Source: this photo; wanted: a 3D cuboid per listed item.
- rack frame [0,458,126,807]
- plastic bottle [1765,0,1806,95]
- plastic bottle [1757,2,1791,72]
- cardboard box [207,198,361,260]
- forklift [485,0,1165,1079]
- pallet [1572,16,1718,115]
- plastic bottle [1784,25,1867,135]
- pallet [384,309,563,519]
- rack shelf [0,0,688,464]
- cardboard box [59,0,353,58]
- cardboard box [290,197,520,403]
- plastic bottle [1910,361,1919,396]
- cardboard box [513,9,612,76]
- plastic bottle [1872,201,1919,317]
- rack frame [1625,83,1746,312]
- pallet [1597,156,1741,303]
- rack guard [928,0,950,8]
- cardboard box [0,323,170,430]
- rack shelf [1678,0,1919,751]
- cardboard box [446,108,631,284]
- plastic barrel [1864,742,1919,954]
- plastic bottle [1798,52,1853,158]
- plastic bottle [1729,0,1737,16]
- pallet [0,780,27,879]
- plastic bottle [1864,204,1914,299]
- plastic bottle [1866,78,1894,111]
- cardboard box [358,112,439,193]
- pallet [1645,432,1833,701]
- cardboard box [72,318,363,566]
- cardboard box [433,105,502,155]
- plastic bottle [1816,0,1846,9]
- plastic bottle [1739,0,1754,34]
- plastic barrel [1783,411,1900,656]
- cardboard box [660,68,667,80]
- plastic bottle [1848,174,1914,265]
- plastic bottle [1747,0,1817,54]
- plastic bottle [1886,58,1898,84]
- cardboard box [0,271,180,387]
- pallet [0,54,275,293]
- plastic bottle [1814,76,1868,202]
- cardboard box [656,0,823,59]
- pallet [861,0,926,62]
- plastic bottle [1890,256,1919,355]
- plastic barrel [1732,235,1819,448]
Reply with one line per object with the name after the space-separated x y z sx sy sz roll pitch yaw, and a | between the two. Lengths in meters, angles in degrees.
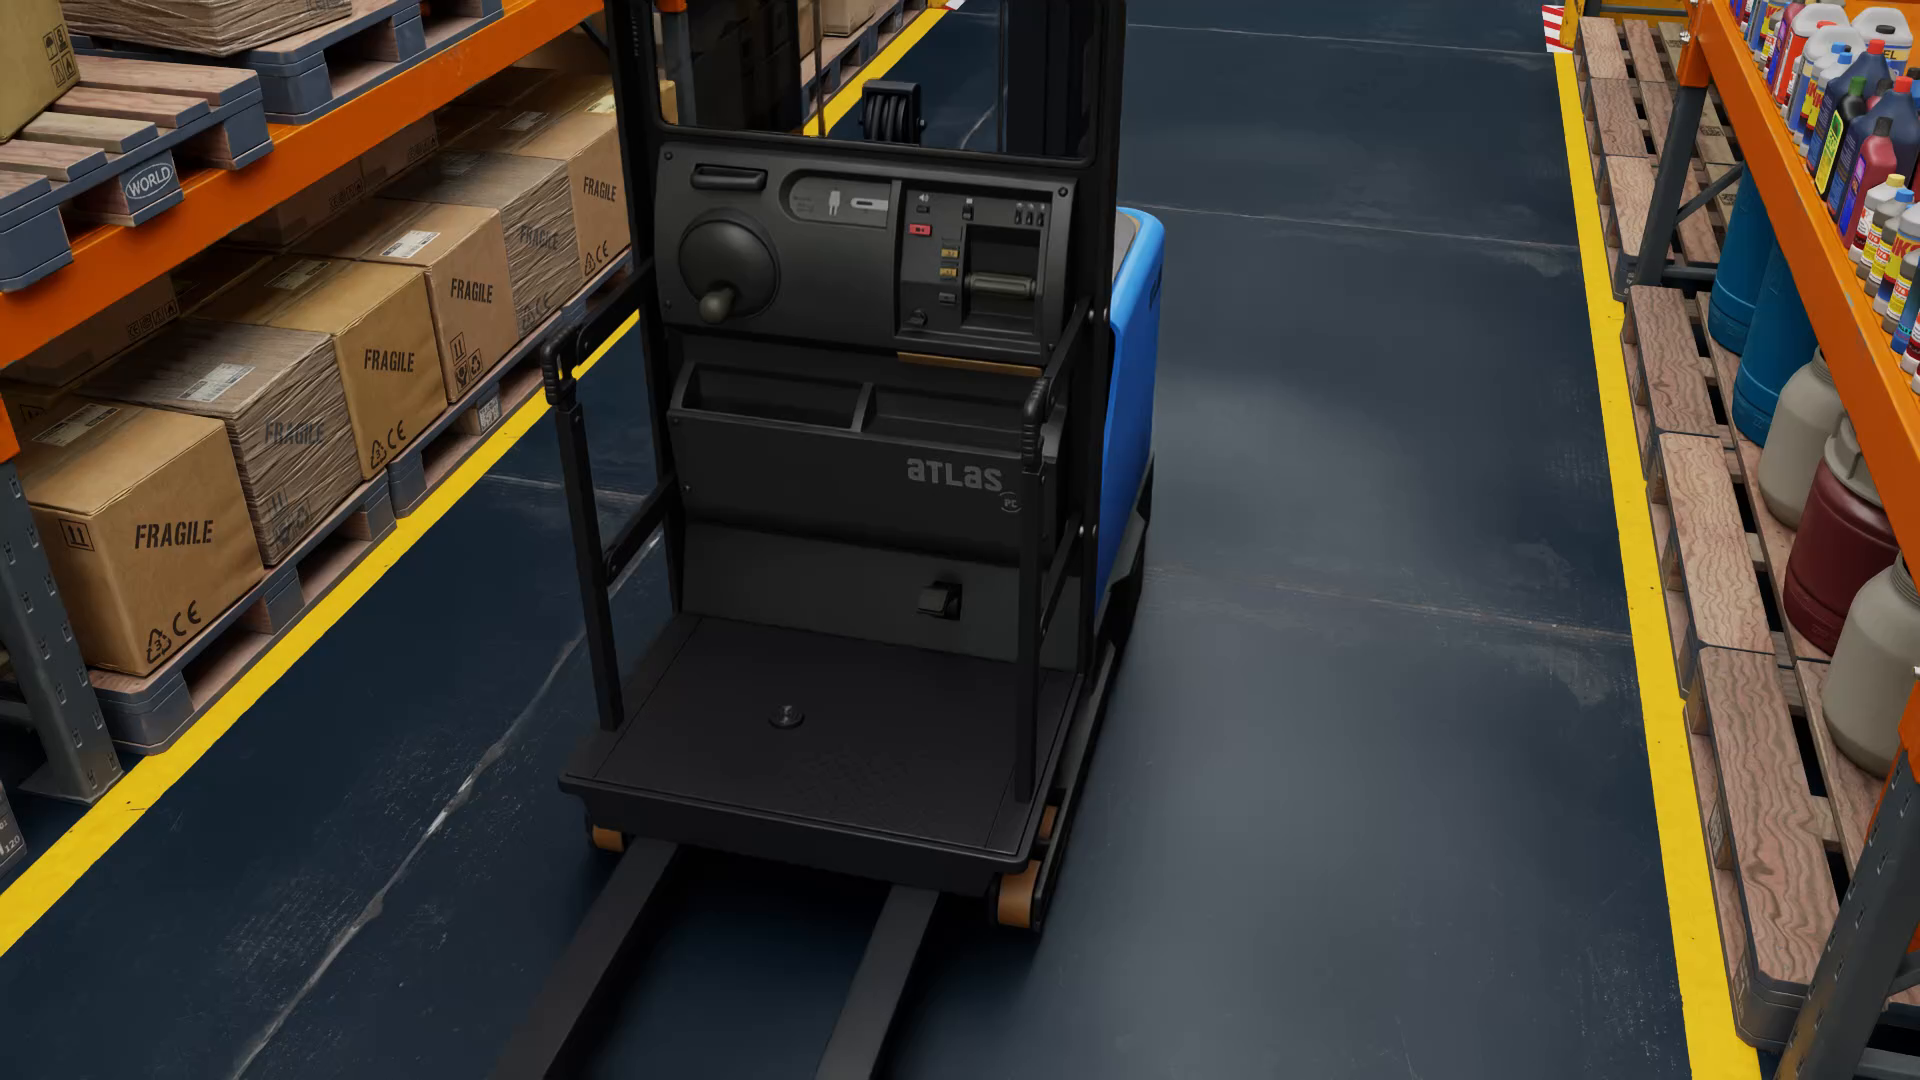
-2.654 -0.693 3.545 1.000 3.000 0.127 8 33 12 | rack frame
2.421 -1.450 4.844 0.061 0.283 0.133 8 33 12 | plastic bottle
2.492 -1.524 5.036 0.097 0.201 0.097 0 32 0 | plastic bottle
-2.384 -0.883 5.763 0.500 0.500 0.500 7 33 11 | cardboard box
-0.270 -0.572 3.417 1.130 2.935 3.031 8 33 12 | forklift
3.920 -2.569 9.094 1.003 0.211 1.213 8 33 12 | pallet
2.372 -1.251 4.538 0.152 0.276 0.135 8 33 12 | plastic bottle
-2.116 -0.530 5.887 1.003 0.211 1.213 8 33 12 | pallet
-2.146 -1.428 5.370 1.077 0.370 4.000 8 33 12 | rack shelf
-2.186 -1.704 4.649 0.700 0.500 0.500 14 35 21 | cardboard box
-1.875 -0.825 5.672 0.500 0.500 0.500 7 33 11 | cardboard box
1.932 -0.378 3.234 0.097 0.201 0.097 0 32 0 | plastic bottle
-1.768 -2.234 7.888 0.500 0.500 0.500 8 33 12 | cardboard box
2.031 -0.610 3.533 0.097 0.271 0.097 0 32 0 | plastic bottle
3.152 -2.093 5.746 1.000 3.000 0.127 8 33 12 | rack frame
3.301 -1.303 7.103 1.003 0.211 1.213 8 33 12 | pallet
-0.643 -3.750 10.684 1.175 0.500 0.348 8 33 12 | rack guard
-2.643 -0.341 4.911 0.500 0.500 0.500 9 34 14 | cardboard box
2.644 -0.751 4.306 1.077 0.370 4.000 8 33 12 | rack shelf
-1.620 -1.349 6.496 0.500 0.500 0.500 8 33 13 | cardboard box
2.244 0.465 3.353 0.600 0.830 0.708 8 33 12 | plastic barrel
2.291 -1.142 4.371 0.097 0.271 0.097 0 32 0 | plastic bottle
2.646 -1.911 5.569 0.061 0.283 0.133 8 33 12 | plastic bottle
-2.900 0.905 3.629 1.003 0.211 1.213 8 33 12 | pallet
2.056 -0.631 3.632 0.097 0.201 0.097 0 32 0 | plastic bottle
2.256 -0.986 4.113 0.061 0.283 0.133 8 33 12 | plastic bottle
-2.251 -1.480 6.002 0.500 0.250 0.500 8 33 12 | cardboard box
2.608 0.114 4.874 1.003 0.211 1.213 8 33 12 | pallet
-2.134 -0.294 4.836 0.500 0.500 0.500 7 33 11 | cardboard box
-2.122 -1.404 6.582 0.500 0.500 0.500 8 33 13 | cardboard box
2.698 -1.623 5.193 0.097 0.201 0.097 0 32 0 | plastic bottle
2.601 -1.745 5.384 0.097 0.201 0.097 0 32 0 | plastic bottle
2.531 -0.019 4.340 0.600 0.588 0.708 8 33 12 | plastic barrel
-1.323 -2.008 7.709 0.500 0.311 0.500 8 33 12 | cardboard box
2.105 -0.732 3.791 0.097 0.201 0.097 0 32 0 | plastic bottle
2.573 -1.662 5.184 0.152 0.276 0.135 8 33 12 | plastic bottle
2.497 -1.212 4.546 0.097 0.201 0.097 0 32 0 | plastic bottle
-2.633 -0.688 4.757 0.500 0.250 0.500 9 34 14 | cardboard box
-2.549 -0.974 4.165 1.213 0.211 1.003 8 33 12 | pallet
2.197 -0.994 4.126 0.061 0.283 0.133 8 33 12 | plastic bottle
-1.167 -2.877 8.896 0.797 0.503 0.637 8 33 12 | cardboard box
-0.844 -3.215 10.110 1.003 0.211 1.213 8 33 12 | pallet
1.982 -0.509 3.374 0.097 0.271 0.097 0 32 0 | plastic bottle
2.818 -0.737 5.178 0.600 0.901 0.708 8 33 12 | plastic barrel
